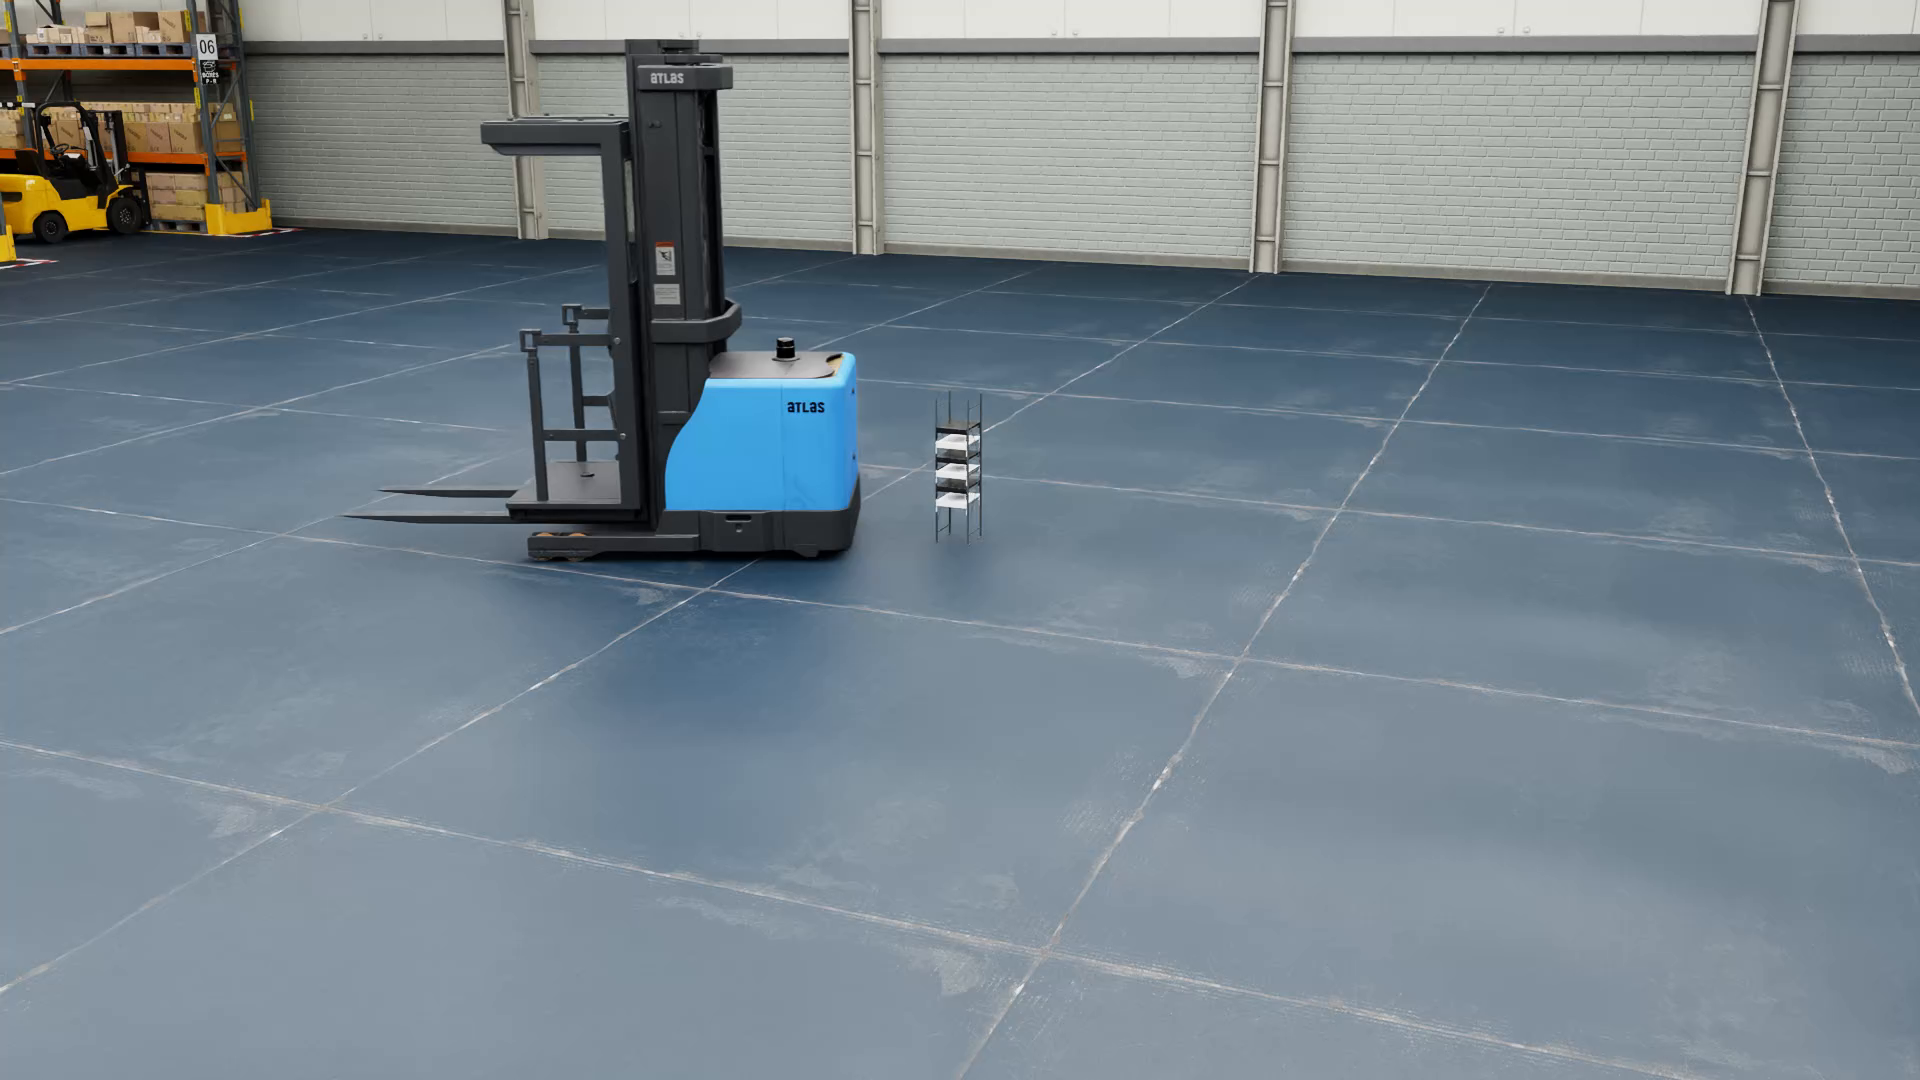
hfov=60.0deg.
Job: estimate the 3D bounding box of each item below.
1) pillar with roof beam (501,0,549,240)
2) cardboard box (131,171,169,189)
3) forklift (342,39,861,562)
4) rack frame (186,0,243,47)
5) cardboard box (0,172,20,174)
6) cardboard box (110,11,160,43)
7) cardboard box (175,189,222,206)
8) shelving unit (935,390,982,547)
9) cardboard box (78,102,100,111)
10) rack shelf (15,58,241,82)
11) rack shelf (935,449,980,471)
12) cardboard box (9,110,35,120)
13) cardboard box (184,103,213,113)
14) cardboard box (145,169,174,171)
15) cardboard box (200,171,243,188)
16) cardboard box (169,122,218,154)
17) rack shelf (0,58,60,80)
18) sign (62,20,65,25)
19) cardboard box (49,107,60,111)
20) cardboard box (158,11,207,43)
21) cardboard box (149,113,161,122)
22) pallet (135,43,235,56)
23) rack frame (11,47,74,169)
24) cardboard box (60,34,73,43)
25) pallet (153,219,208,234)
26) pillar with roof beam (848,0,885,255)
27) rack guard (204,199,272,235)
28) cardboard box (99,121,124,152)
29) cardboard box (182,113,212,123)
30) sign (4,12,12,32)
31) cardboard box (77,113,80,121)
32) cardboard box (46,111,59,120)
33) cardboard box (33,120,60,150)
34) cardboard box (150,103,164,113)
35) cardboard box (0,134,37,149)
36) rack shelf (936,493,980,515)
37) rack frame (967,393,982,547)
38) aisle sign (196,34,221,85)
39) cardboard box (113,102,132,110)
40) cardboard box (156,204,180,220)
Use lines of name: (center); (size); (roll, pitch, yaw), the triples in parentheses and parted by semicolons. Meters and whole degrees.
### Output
pillar with roof beam: (-8.534, -8.131, 22.041); (0.400, 9.000, 9.100); (6, 17, 21)
cardboard box: (-13.712, -6.103, 28.200); (0.500, 0.250, 0.500); (7, 17, 21)
forklift: (-2.154, -1.428, 9.835); (3.031, 2.935, 1.130); (0, 16, 1)
rack frame: (-12.219, -9.556, 26.951); (0.127, 3.000, 1.000); (6, 17, 21)
cardboard box: (-17.148, -6.278, 29.923); (0.625, 0.625, 0.875); (6, 17, 20)
cardboard box: (-13.636, -8.526, 27.671); (0.500, 0.500, 0.700); (6, 17, 21)
cardboard box: (-12.786, -5.765, 27.935); (0.500, 0.250, 0.500); (6, 17, 20)
shelving unit: (-0.008, -0.433, 10.051); (0.210, 0.900, 0.258); (6, 17, 21)
cardboard box: (-14.782, -7.378, 28.331); (0.250, 0.149, 0.380); (6, 17, 20)
rack shelf: (-14.079, -7.975, 28.174); (4.000, 0.370, 1.077); (6, 17, 21)
rack shelf: (-0.008, -0.487, 10.035); (0.200, 0.077, 0.258); (6, 17, 21)
cardboard box: (-16.339, -7.421, 29.014); (0.250, 0.149, 0.380); (7, 18, 23)
cardboard box: (-12.629, -7.160, 27.579); (0.250, 0.149, 0.380); (6, 17, 21)
cardboard box: (-13.998, -6.293, 28.857); (0.500, 0.250, 0.500); (6, 17, 20)
cardboard box: (-12.596, -6.135, 28.311); (0.500, 0.250, 0.500); (6, 17, 20)
cardboard box: (-12.773, -6.706, 27.712); (0.500, 0.500, 0.500); (6, 17, 19)
rack shelf: (-17.800, -8.384, 29.584); (4.000, 0.370, 1.077); (6, 17, 21)
sign: (-15.737, -8.955, 29.192); (0.005, 0.325, 0.100); (6, 17, 21)
cardboard box: (-15.469, -7.479, 28.678); (0.250, 0.149, 0.380); (7, 17, 21)
cardboard box: (-12.720, -8.396, 27.221); (0.500, 0.500, 0.500); (7, 18, 22)
cardboard box: (-13.338, -7.087, 27.862); (0.250, 0.149, 0.380); (6, 17, 20)
pallet: (-12.867, -8.152, 27.654); (1.213, 0.211, 1.003); (6, 17, 21)
rack frame: (-15.940, -7.085, 29.197); (0.127, 3.000, 1.000); (6, 17, 21)
cardboard box: (-14.919, -8.451, 28.041); (0.250, 0.149, 0.380); (7, 18, 22)
pallet: (-12.945, -5.404, 28.408); (1.213, 0.211, 1.003); (6, 17, 21)
pillar with roof beam: (-2.952, -7.517, 19.927); (0.400, 9.000, 9.100); (6, 17, 21)
rack guard: (-12.196, -5.472, 28.127); (0.348, 0.500, 1.175); (6, 17, 21)
cardboard box: (-14.200, -6.862, 28.251); (0.500, 0.500, 0.500); (6, 17, 21)
cardboard box: (-12.644, -6.998, 27.555); (0.250, 0.149, 0.380); (7, 17, 21)
sign: (-16.130, -8.783, 28.174); (0.005, 0.325, 0.100); (6, 17, 21)
cardboard box: (-14.800, -7.226, 28.341); (0.250, 0.149, 0.380); (6, 17, 20)
cardboard box: (-15.498, -7.317, 28.655); (0.250, 0.149, 0.380); (7, 17, 22)
cardboard box: (-15.623, -7.019, 28.793); (0.500, 0.500, 0.500); (6, 17, 19)
cardboard box: (-13.328, -7.241, 27.861); (0.250, 0.149, 0.380); (6, 17, 21)
cardboard box: (-16.504, -6.996, 29.162); (0.500, 0.250, 0.500); (7, 17, 22)
rack shelf: (-0.008, -0.228, 10.111); (0.200, 0.077, 0.258); (6, 17, 21)
rack frame: (0.087, -0.423, 10.015); (0.006, 0.900, 0.240); (6, 17, 21)
aisle sign: (-12.265, -7.841, 27.139); (0.004, 0.787, 0.394); (6, 17, 21)
cardboard box: (-14.058, -7.315, 28.115); (0.250, 0.149, 0.380); (7, 17, 21)
cardboard box: (-13.231, -5.576, 28.179); (0.500, 0.250, 0.500); (6, 17, 21)
